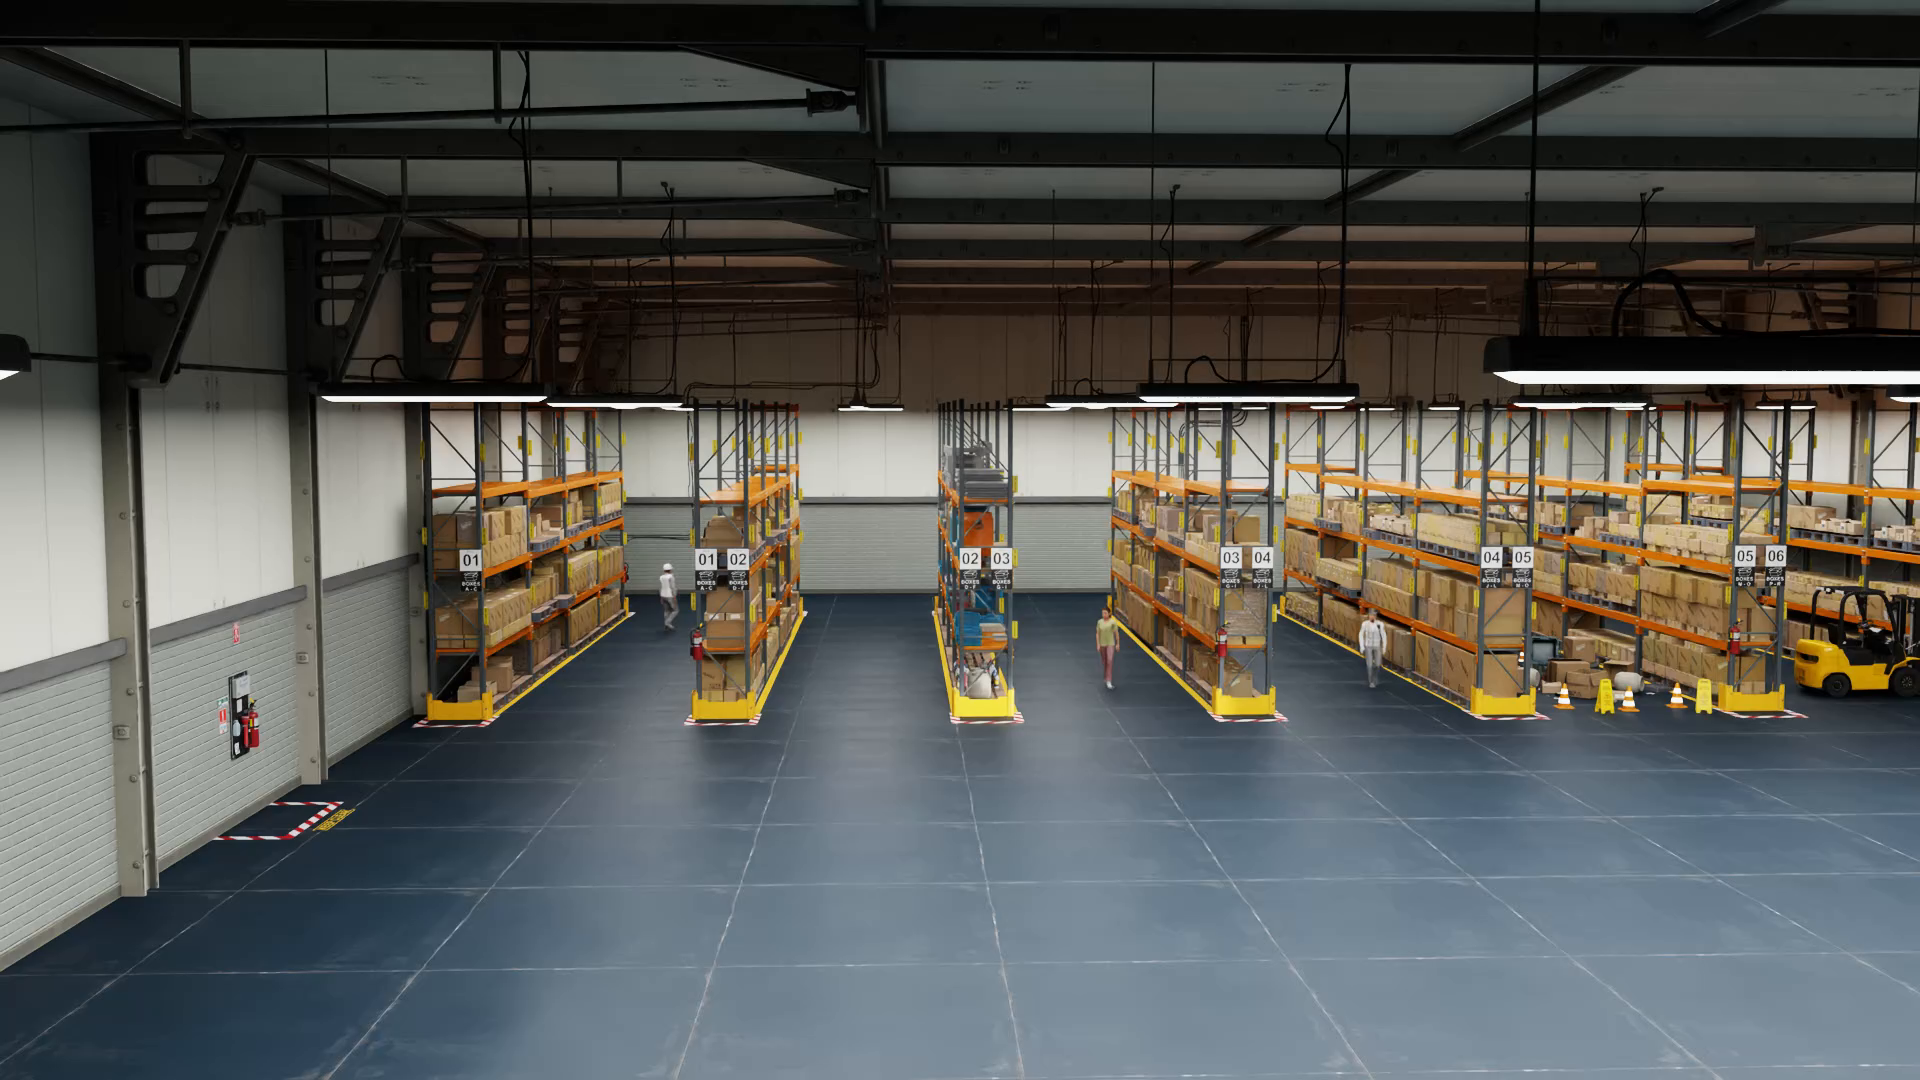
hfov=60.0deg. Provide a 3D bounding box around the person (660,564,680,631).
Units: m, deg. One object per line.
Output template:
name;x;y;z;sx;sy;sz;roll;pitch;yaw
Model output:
person;-7.703;1.508;43.889;0.569;1.778;0.443;4;6;42

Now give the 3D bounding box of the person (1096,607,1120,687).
person;3.074;2.229;34.983;0.513;1.631;0.913;3;5;31

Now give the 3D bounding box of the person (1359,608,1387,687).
person;8.643;2.257;34.826;0.567;1.695;0.396;1;4;15
